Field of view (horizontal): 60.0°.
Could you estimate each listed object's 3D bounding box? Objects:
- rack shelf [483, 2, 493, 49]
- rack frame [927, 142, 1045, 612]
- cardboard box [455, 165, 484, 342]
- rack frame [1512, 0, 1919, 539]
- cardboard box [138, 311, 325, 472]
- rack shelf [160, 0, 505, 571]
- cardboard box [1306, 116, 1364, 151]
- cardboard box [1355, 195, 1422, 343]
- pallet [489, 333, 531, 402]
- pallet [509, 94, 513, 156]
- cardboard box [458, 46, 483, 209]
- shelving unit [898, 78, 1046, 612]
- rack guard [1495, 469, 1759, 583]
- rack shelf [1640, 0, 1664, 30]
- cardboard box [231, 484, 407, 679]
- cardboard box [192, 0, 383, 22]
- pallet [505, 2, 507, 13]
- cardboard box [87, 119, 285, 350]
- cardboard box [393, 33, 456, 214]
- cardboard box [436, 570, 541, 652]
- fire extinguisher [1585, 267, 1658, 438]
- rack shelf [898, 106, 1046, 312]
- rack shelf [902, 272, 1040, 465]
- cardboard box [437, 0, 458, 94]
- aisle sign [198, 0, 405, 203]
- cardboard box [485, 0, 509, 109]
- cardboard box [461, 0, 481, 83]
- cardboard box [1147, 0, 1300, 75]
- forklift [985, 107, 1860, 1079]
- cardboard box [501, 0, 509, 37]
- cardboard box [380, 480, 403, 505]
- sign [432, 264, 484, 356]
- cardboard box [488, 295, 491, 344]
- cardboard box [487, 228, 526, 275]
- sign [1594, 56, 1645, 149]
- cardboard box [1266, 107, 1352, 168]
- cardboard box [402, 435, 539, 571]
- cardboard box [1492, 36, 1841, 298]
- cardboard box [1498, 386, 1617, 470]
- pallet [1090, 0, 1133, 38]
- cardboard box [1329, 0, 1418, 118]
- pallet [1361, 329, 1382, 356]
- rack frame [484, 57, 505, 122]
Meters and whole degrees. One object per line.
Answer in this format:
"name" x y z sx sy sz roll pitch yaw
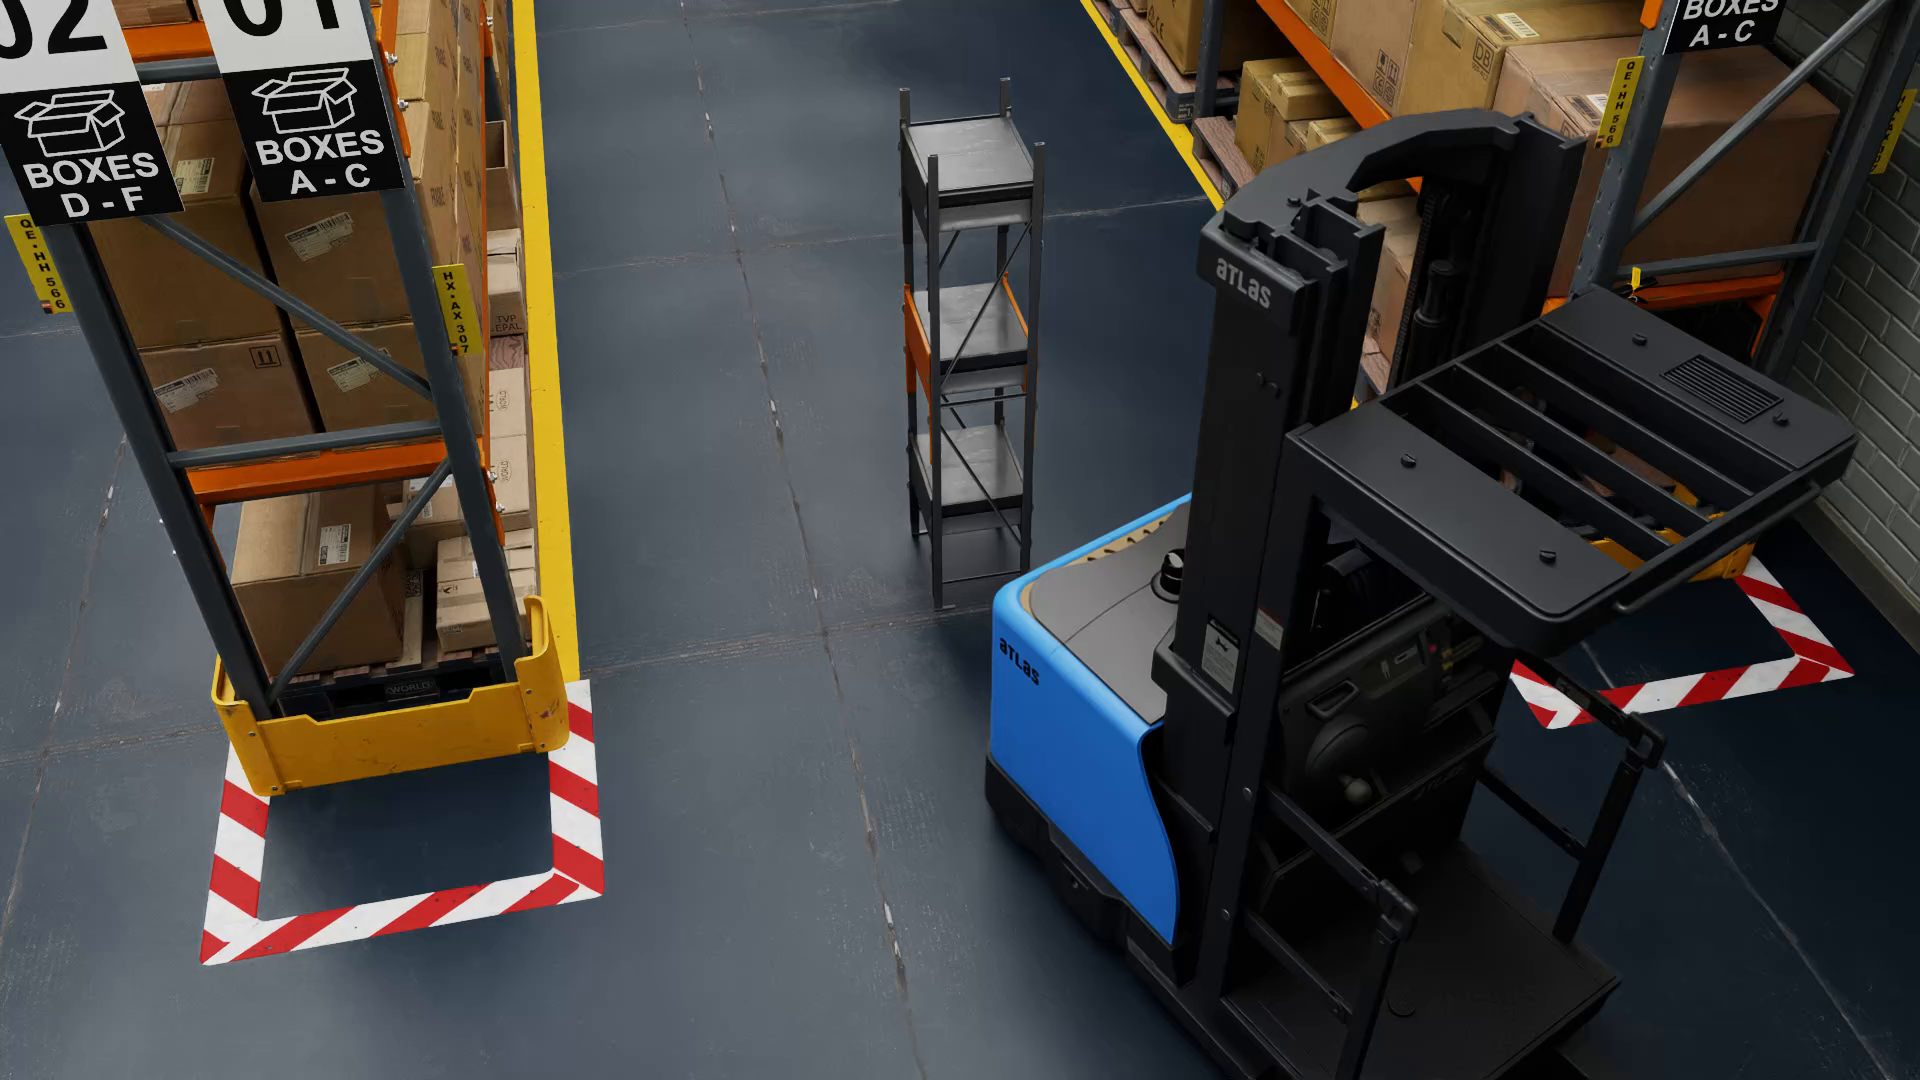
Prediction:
"rack shelf" -3.377 -3.926 9.955 1.077 0.370 4.000 -8 42 -9
"rack frame" 0.088 -0.520 6.254 0.400 2.100 0.015 -8 42 -9
"cardboard box" -2.037 -1.002 6.044 0.500 0.500 0.500 -9 42 -10
"rack frame" 2.754 -1.018 6.137 1.000 3.000 0.127 -8 42 -9
"cardboard box" -2.445 -0.594 5.584 0.500 0.500 0.500 -7 42 -8
"rack shelf" -2.514 -1.333 7.034 1.077 0.370 4.000 -8 42 -9
"cardboard box" 1.961 -1.989 8.310 0.380 0.149 0.250 -9 42 -11
"cardboard box" 2.288 -1.329 8.055 0.700 0.500 0.500 -10 42 -11
"pallet" -2.531 -0.618 7.787 1.003 0.211 1.213 -8 42 -9
"pallet" -3.158 -2.377 9.769 1.003 0.211 1.213 -8 42 -9
"cardboard box" -2.249 -1.652 6.776 0.500 0.500 0.500 -8 42 -9
"shelving unit" 0.036 -0.678 6.432 0.431 2.100 0.503 -8 42 -9
"rack guard" 2.759 -0.067 6.949 1.175 0.500 0.348 -8 42 -9
"rack shelf" 2.322 -3.167 6.840 1.077 0.370 4.000 -8 42 -9
"cardboard box" -2.440 0.148 6.376 0.500 0.500 0.500 -8 42 -9
"cardboard box" -1.945 -1.740 4.805 0.500 0.250 0.500 -8 42 -9
"pallet" -3.685 -3.959 11.551 1.003 0.211 1.213 -8 42 -9
"cardboard box" -2.447 -0.966 5.250 0.500 0.500 0.500 -9 42 -10
"cardboard box" -2.041 -1.380 5.716 0.500 0.500 0.500 -8 42 -9
"cardboard box" -1.837 0.276 6.496 0.380 0.149 0.250 -8 42 -9
"fire extinguisher" 2.336 -0.685 6.102 0.296 0.674 0.183 -8 42 -9
"rack shelf" 0.036 -1.191 5.976 0.431 0.518 0.480 -8 42 -9
"rack shelf" 0.036 -0.668 6.441 0.431 0.518 0.480 -8 42 -9
"cardboard box" -2.254 -2.034 6.453 0.500 0.500 0.500 -9 42 -10
"aisle sign" -1.781 -1.275 4.469 0.394 0.787 0.004 -8 42 -9
"cardboard box" -2.938 -2.821 9.719 0.500 0.500 0.500 -8 42 -9
"cardboard box" -2.474 -2.314 7.522 0.500 0.500 0.500 -7 42 -8
"cardboard box" 1.623 -3.366 10.086 0.750 0.750 0.750 -8 42 -9
"forklift" 1.356 0.484 4.497 1.130 2.935 3.031 -25 47 -26
"cardboard box" -3.147 -3.473 10.455 0.500 0.500 0.500 -10 43 -11
"cardboard box" -2.616 -0.379 7.157 0.500 0.250 0.500 -8 42 -9
"sign" -1.552 -0.707 5.135 0.100 0.325 0.005 -8 42 -9
"cardboard box" -2.535 -0.912 7.567 0.797 0.503 0.637 -8 42 -9
"cardboard box" -2.406 -1.433 8.421 0.380 0.149 0.250 -8 42 -9
"sign" 2.221 -1.470 5.596 0.100 0.325 0.005 -8 42 -9
"cardboard box" 2.057 -2.007 8.818 0.700 0.500 0.500 -9 42 -10
"cardboard box" -2.030 -0.159 6.909 0.500 0.250 0.500 -8 42 -9
"cardboard box" 2.634 -1.459 6.408 0.980 0.700 0.700 -7 42 -7
"cardboard box" 2.505 -0.679 7.322 0.700 0.500 0.500 -8 42 -9
"pallet" 1.384 -3.849 11.427 1.003 0.211 1.213 -8 42 -9
"cardboard box" 2.311 -2.424 7.496 0.980 0.700 0.700 -10 43 -11
"pallet" 2.245 -1.271 8.523 1.003 0.211 1.213 -8 42 -9
"rack frame" -2.945 -2.898 8.255 1.000 3.000 0.127 -8 42 -9
